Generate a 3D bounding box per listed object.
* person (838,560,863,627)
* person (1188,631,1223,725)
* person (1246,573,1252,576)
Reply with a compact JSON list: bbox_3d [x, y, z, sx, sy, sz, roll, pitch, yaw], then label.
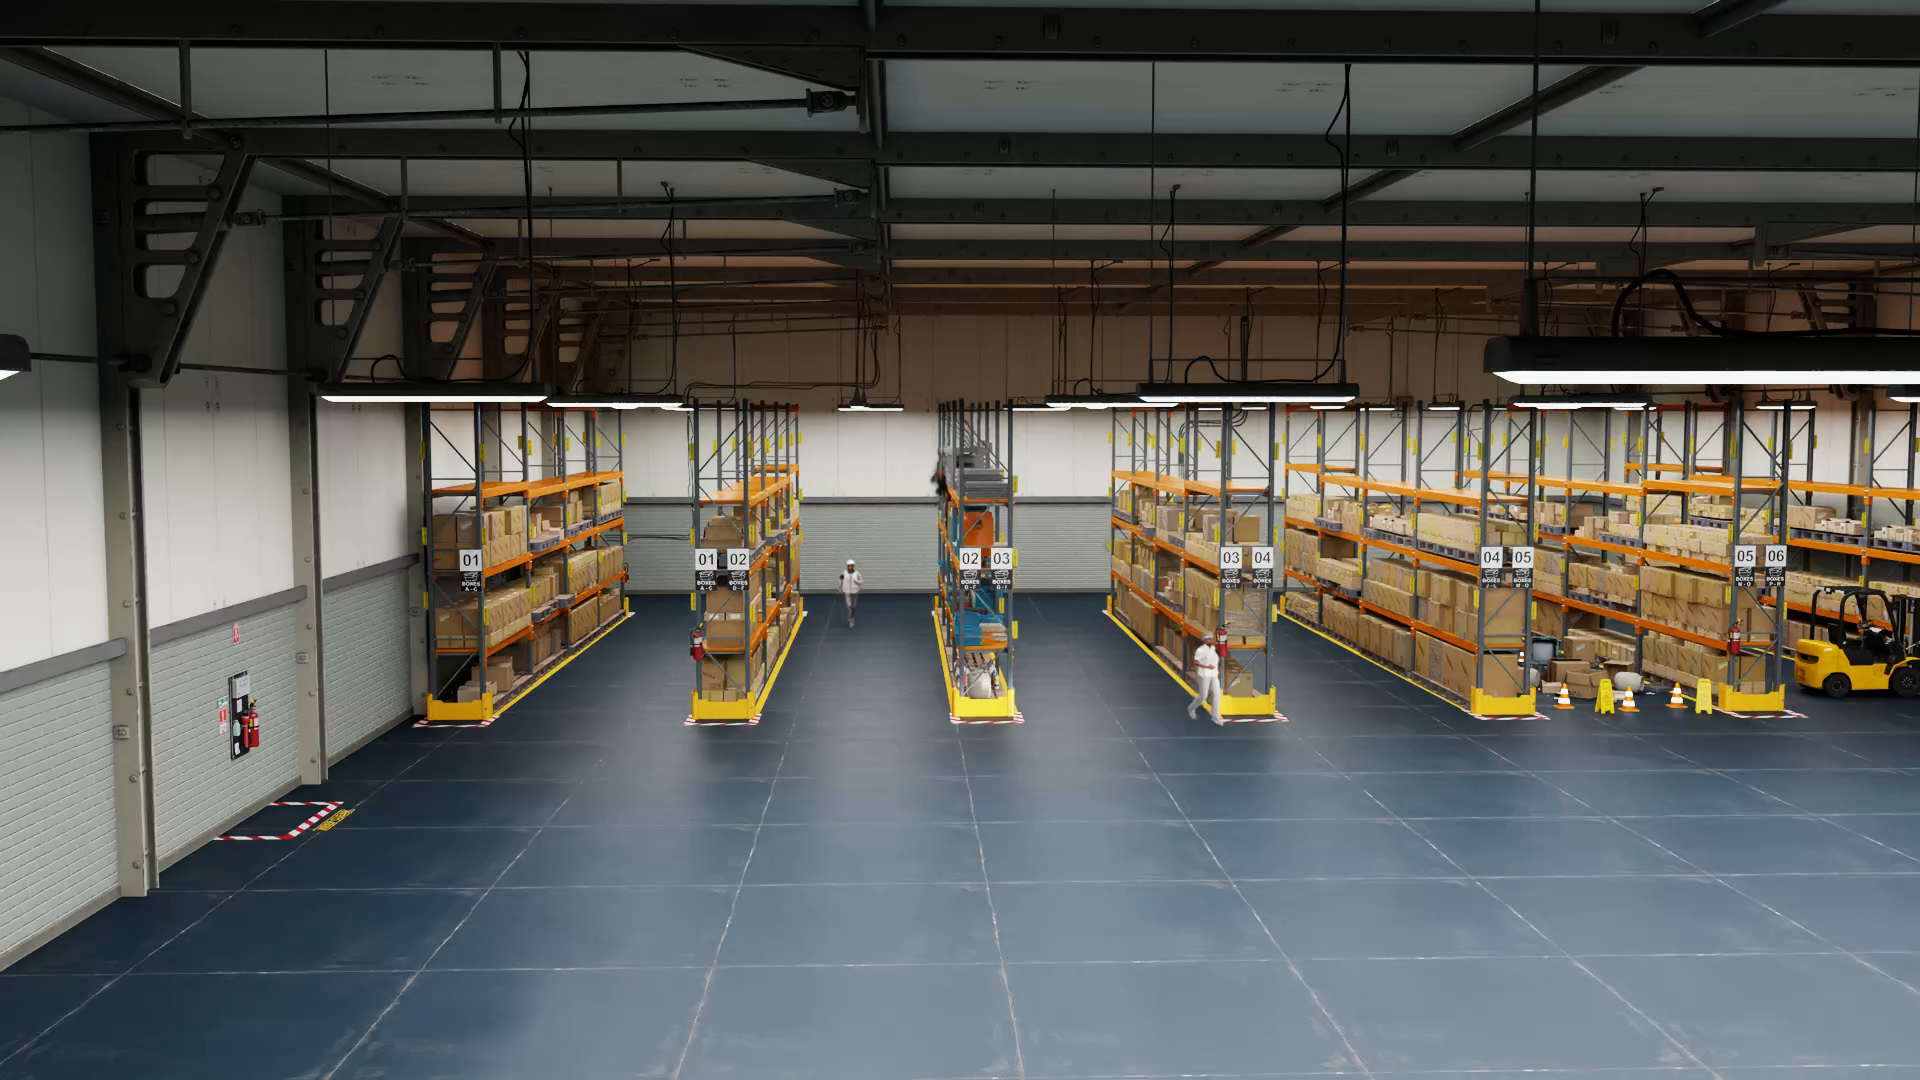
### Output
[{"bbox_3d":[-2.940,1.410,44.760,0.653,1.764,0.971,-1,4,-12],"label":"person"},{"bbox_3d":[4.570,2.538,30.813,0.589,1.718,0.805,-3,5,-32],"label":"person"},{"bbox_3d":[8.114,1.238,48.208,0.794,1.649,0.537,4,6,43],"label":"person"}]
